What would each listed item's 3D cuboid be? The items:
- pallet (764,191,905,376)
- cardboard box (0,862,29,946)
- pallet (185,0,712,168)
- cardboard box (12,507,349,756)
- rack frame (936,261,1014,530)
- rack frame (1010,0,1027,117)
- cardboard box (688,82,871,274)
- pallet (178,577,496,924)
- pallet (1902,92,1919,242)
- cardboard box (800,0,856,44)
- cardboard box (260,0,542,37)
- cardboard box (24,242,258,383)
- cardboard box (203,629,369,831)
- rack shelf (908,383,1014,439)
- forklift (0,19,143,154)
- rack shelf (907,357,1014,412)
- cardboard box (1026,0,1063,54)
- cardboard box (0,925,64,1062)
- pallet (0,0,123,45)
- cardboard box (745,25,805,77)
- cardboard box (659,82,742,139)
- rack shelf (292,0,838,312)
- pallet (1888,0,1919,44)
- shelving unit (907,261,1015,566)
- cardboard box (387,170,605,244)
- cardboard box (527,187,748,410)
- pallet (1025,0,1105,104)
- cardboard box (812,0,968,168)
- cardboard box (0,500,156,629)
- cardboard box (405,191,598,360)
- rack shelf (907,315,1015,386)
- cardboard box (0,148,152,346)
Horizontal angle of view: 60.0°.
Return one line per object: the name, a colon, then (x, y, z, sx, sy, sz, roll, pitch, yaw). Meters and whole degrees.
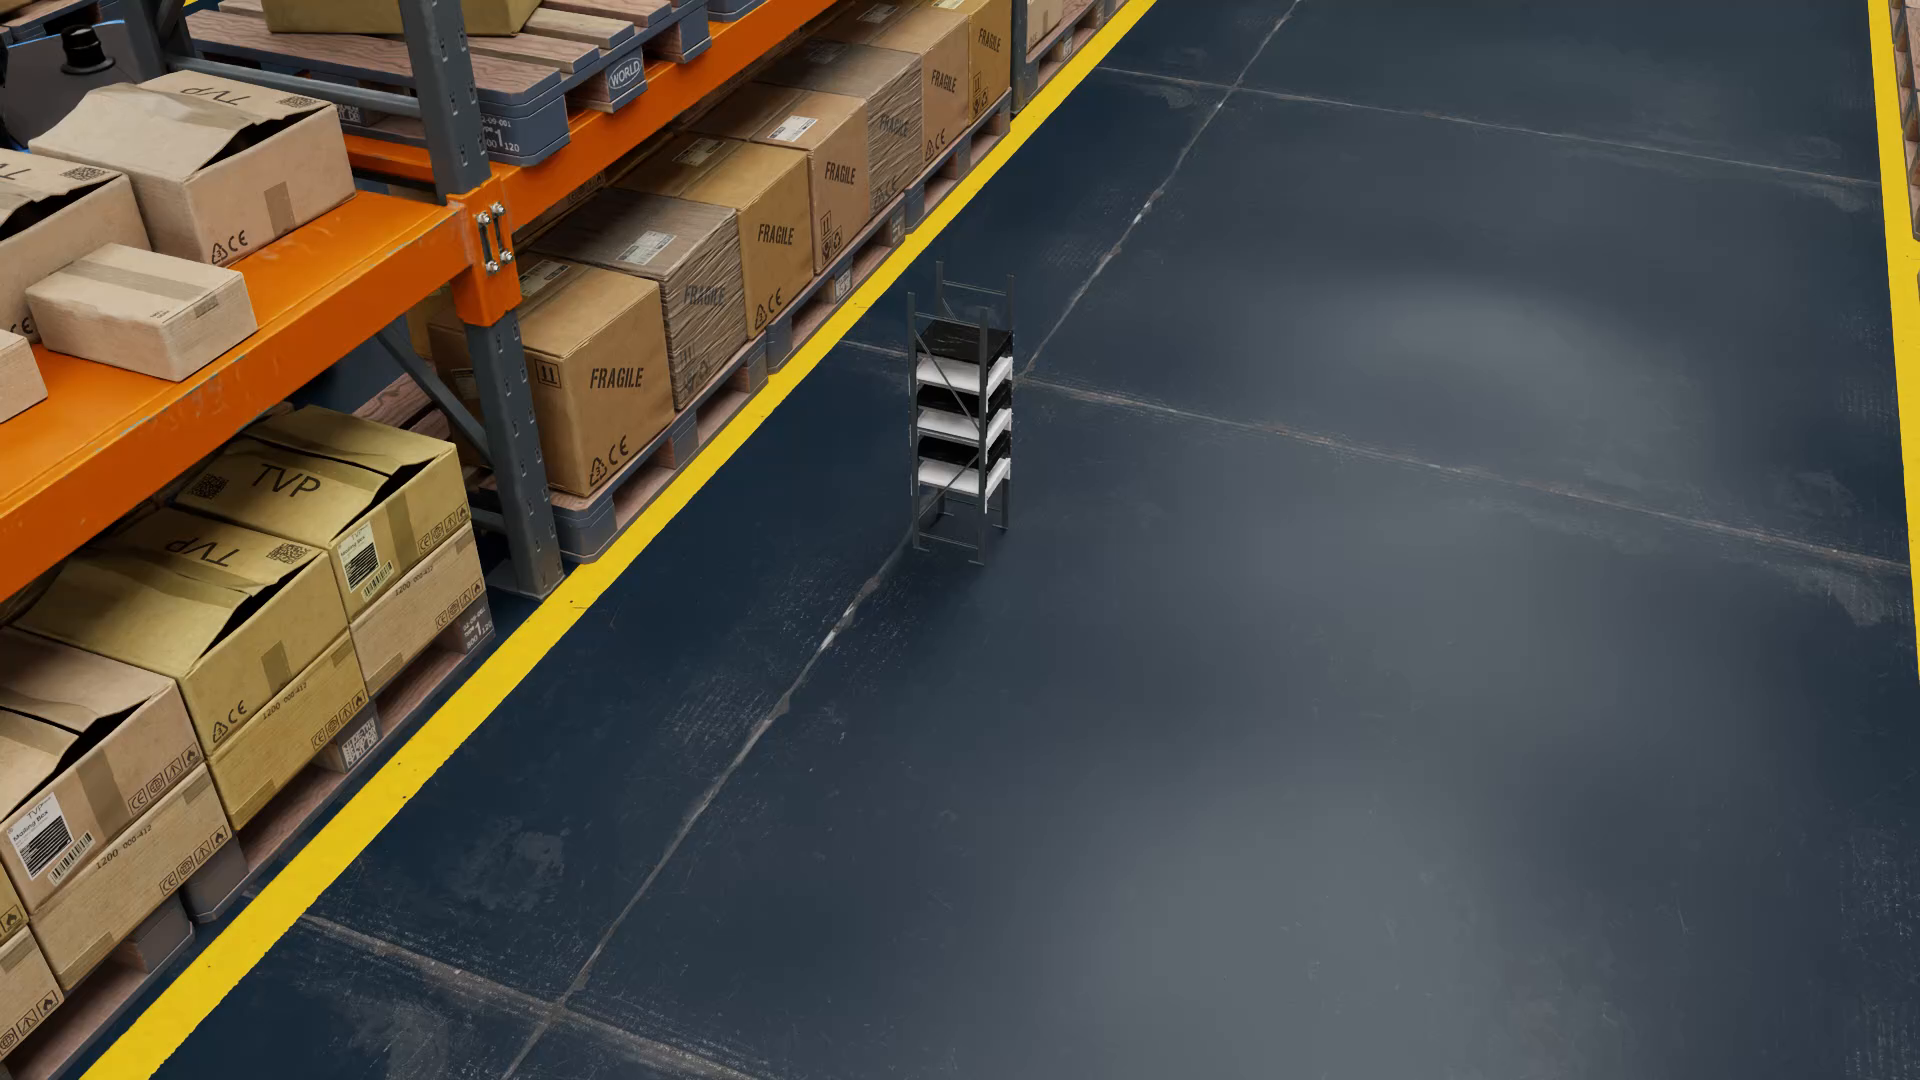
pallet: (-0.907, -1.122, 6.575, 1.003, 0.211, 1.213, 14, 39, 18)
cardboard box: (-2.243, 0.738, 3.234, 0.500, 0.311, 0.500, 15, 39, 19)
pallet: (-1.499, -1.476, 4.879, 1.213, 0.211, 1.003, 14, 39, 18)
cardboard box: (-1.855, 0.183, 3.978, 0.500, 0.311, 0.500, 13, 39, 17)
rack frame: (0.042, -0.421, 5.062, 0.240, 0.900, 0.006, 14, 39, 18)
rack frame: (-0.170, -3.376, 7.261, 1.000, 3.000, 0.127, 14, 39, 18)
cardboard box: (-0.671, -1.381, 6.312, 0.500, 0.500, 0.500, 13, 39, 16)
pallet: (-2.041, 0.403, 4.535, 1.003, 0.211, 1.213, 14, 39, 18)
pallet: (4.653, -1.544, 7.140, 1.003, 0.211, 1.213, 14, 39, 18)
cardboard box: (-0.772, -2.041, 7.195, 0.500, 0.500, 0.500, 14, 39, 18)
cardboard box: (-1.557, -1.744, 4.643, 0.700, 0.500, 0.500, 2, 37, 2)
cardboard box: (-1.779, -0.500, 3.623, 0.380, 0.149, 0.250, 14, 39, 18)
cardboard box: (-1.860, 0.405, 4.149, 0.500, 0.250, 0.500, 13, 39, 17)
rack shelf: (0.003, -0.410, 4.953, 0.258, 0.077, 0.200, 14, 39, 18)
forklift: (-3.666, -1.381, 4.649, 1.130, 2.935, 3.031, 30, 46, 34)
rack shelf: (0.003, -0.482, 4.899, 0.258, 0.077, 0.200, 14, 39, 18)
cardboard box: (0.190, -2.658, 8.179, 0.500, 0.311, 0.500, 14, 39, 18)
cardboard box: (-2.247, 0.968, 3.395, 0.500, 0.250, 0.500, 15, 39, 19)
pallet: (-4.977, -2.941, 9.008, 1.003, 0.211, 1.213, 14, 39, 18)
cardboard box: (-0.960, -2.085, 6.628, 0.500, 0.250, 0.500, 14, 39, 18)
cardboard box: (-1.162, -1.486, 6.453, 0.500, 0.500, 0.500, 12, 39, 16)
rack shelf: (-0.931, -1.980, 5.995, 1.077, 0.370, 4.000, 14, 39, 18)
pallet: (5.582, -2.895, 8.947, 1.003, 0.211, 1.213, 14, 39, 18)
shelving unit: (0.003, -0.365, 4.987, 0.258, 0.900, 0.210, 14, 39, 18)
cardboard box: (-1.536, -1.240, 5.498, 0.500, 0.250, 0.500, 15, 39, 19)
cardboard box: (-1.061, -0.814, 5.554, 0.500, 0.500, 0.500, 12, 39, 16)
pallet: (0.092, -2.639, 8.604, 1.003, 0.211, 1.213, 14, 39, 18)
cardboard box: (-0.289, -1.941, 7.061, 0.500, 0.500, 0.500, 14, 39, 18)
cardboard box: (-2.355, 0.063, 4.138, 0.500, 0.311, 0.500, 13, 39, 17)
cardboard box: (-1.553, -0.907, 5.679, 0.500, 0.500, 0.500, 15, 39, 20)
rack shelf: (0.003, -0.555, 4.845, 0.258, 0.077, 0.200, 14, 39, 18)
cardboard box: (-2.212, -0.674, 3.721, 0.500, 0.311, 0.500, 13, 39, 17)
